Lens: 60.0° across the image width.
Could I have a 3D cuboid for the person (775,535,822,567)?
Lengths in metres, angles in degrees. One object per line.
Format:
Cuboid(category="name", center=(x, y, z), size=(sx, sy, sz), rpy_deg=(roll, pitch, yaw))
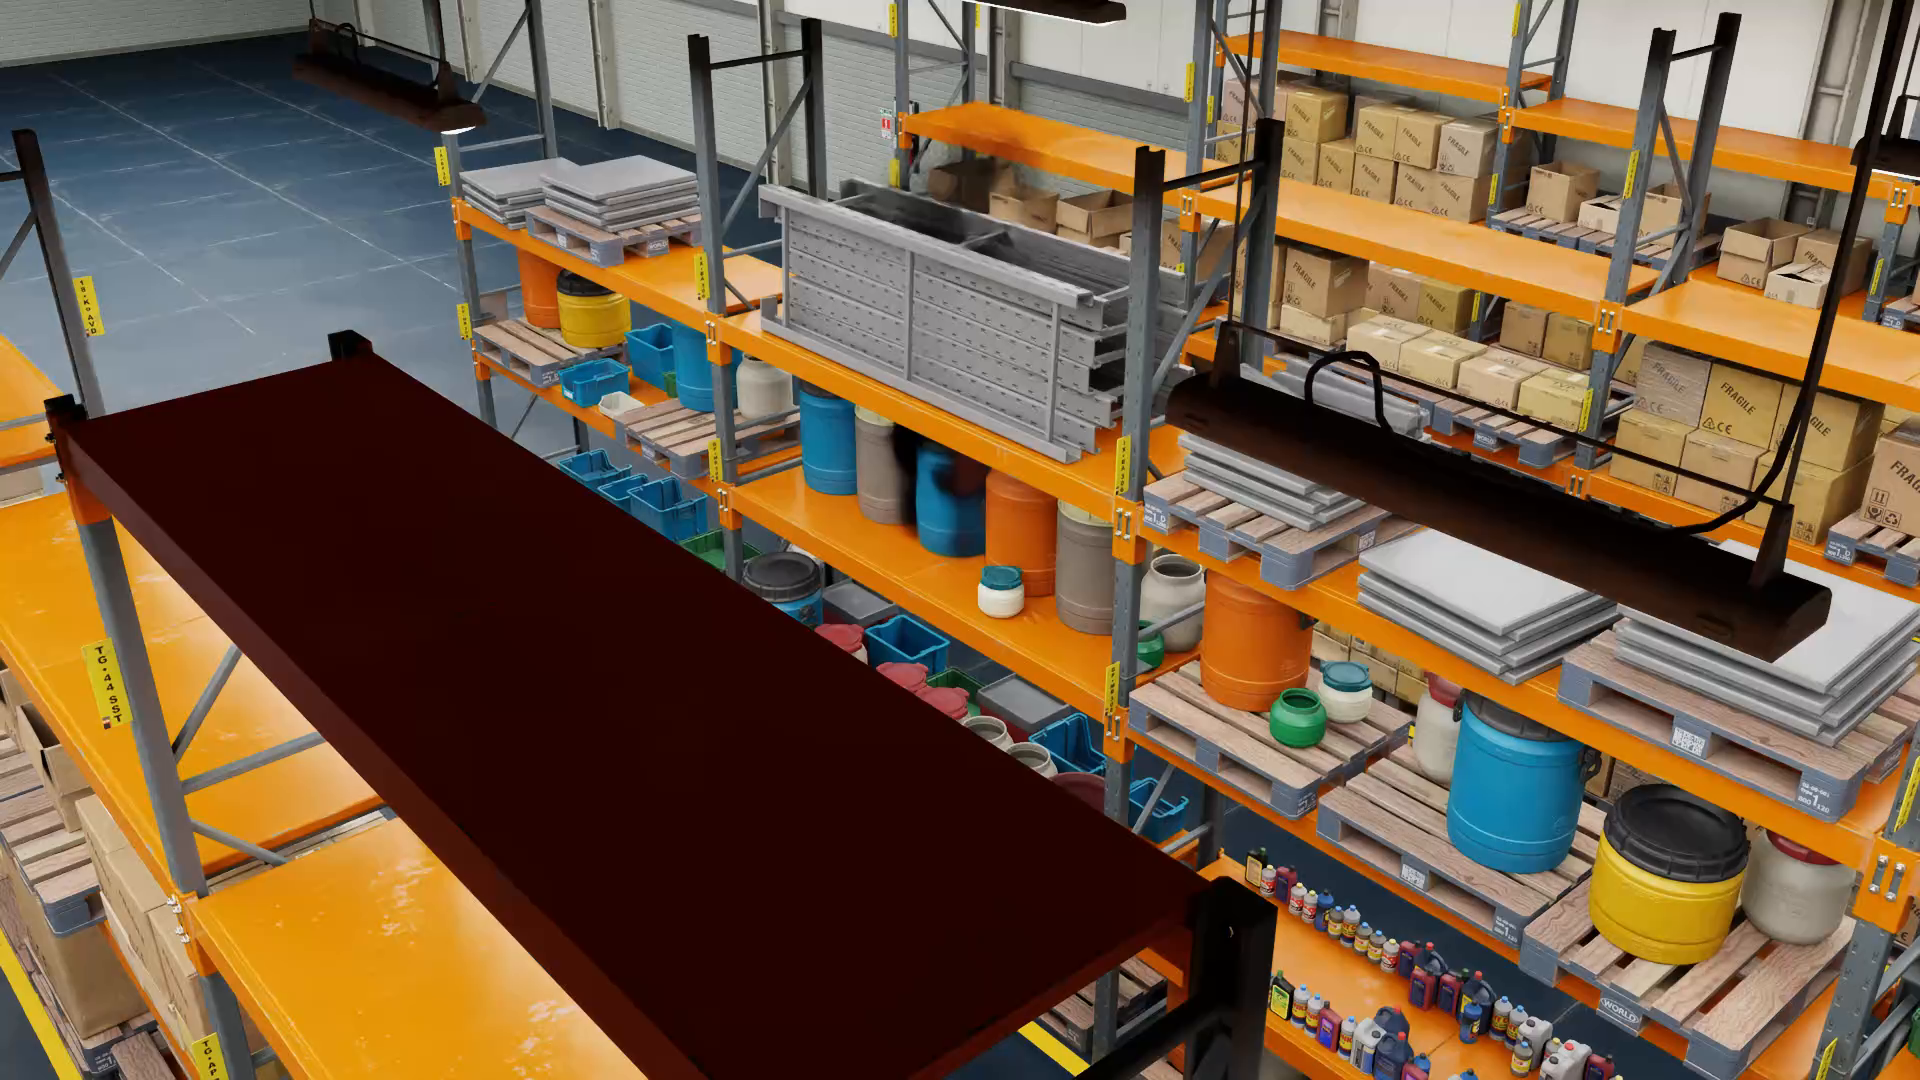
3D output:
Cuboid(category="person", center=(-1.513, 0.137, 15.479), size=(0.649, 1.664, 0.542), rpy_deg=(-21, 34, -35))
